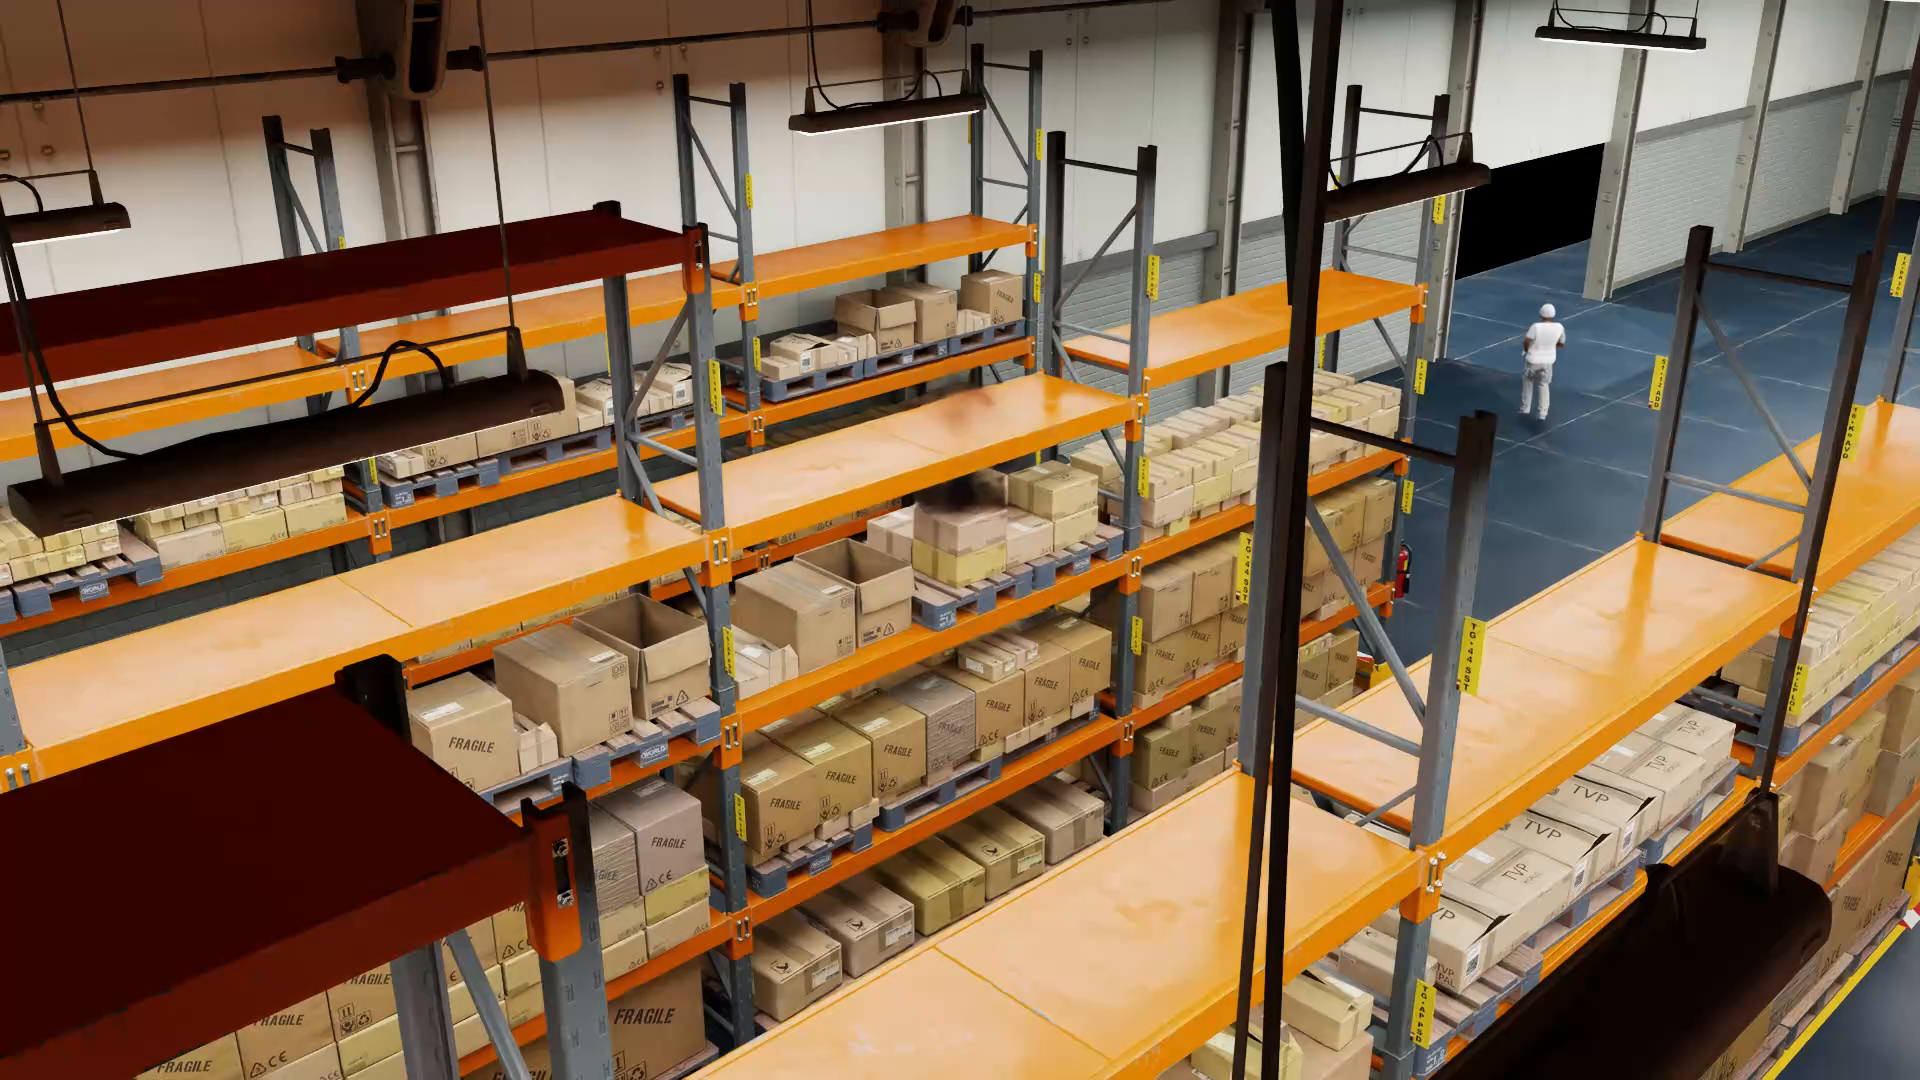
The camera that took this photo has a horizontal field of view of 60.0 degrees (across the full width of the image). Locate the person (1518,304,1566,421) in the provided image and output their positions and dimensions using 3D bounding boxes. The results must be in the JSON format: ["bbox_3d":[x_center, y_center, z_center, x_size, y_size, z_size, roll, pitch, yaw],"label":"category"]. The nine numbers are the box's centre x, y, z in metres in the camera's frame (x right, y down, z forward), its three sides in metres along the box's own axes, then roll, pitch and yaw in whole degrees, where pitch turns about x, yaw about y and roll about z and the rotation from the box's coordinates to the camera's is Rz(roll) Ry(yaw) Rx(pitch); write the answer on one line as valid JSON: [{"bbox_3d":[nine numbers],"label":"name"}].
[{"bbox_3d":[8.675,-2.644,24.870,0.664,1.823,0.824,2,23,6],"label":"person"}]
